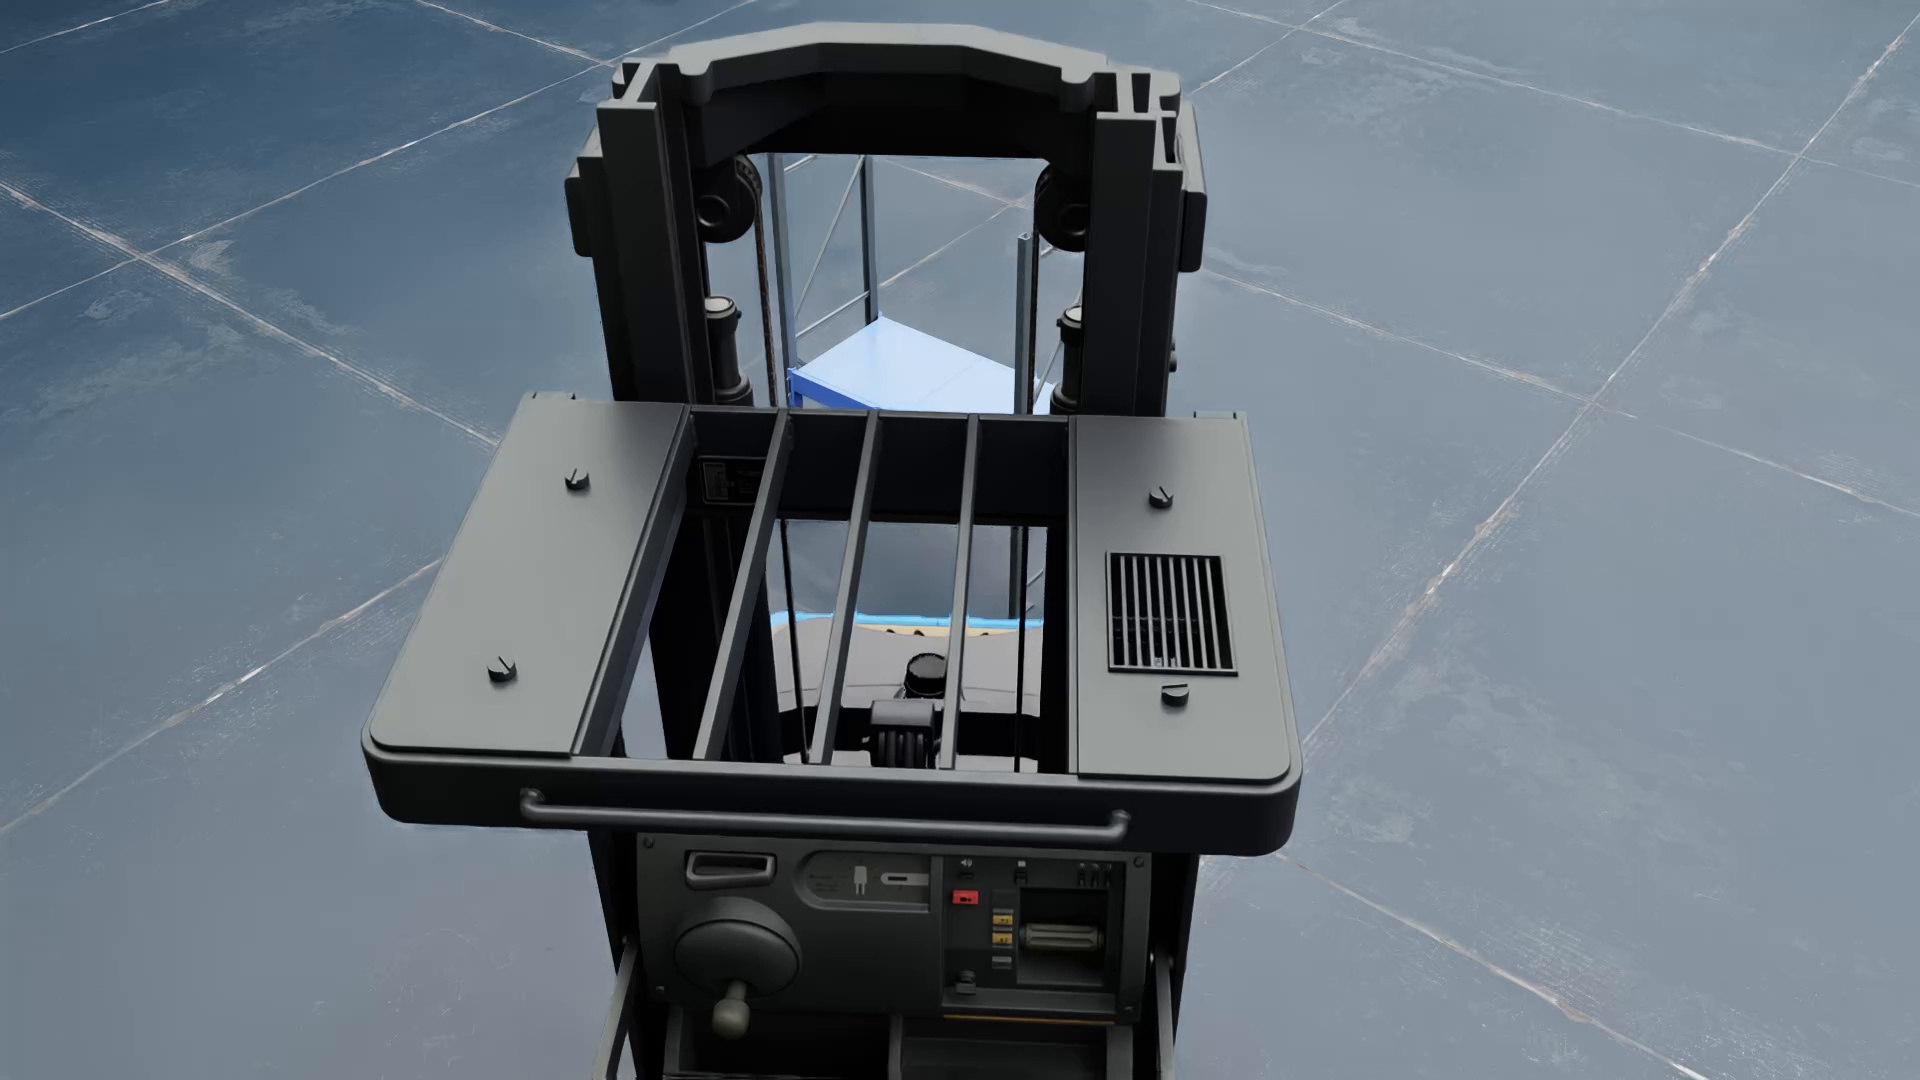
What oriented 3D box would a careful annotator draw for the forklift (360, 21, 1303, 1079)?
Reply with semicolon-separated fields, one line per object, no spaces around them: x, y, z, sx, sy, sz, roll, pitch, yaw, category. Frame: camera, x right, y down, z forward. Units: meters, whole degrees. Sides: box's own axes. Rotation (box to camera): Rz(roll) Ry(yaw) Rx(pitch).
-0.132;0.790;2.864;1.130;2.935;3.031;2;38;2;forklift

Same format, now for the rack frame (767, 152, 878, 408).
-0.472;-0.813;6.072;0.032;1.500;0.500;25;45;29;rack frame

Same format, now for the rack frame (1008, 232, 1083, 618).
0.336;-0.432;5.585;0.032;1.500;0.500;25;45;29;rack frame

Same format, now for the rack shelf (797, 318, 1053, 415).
-0.068;-0.519;5.909;0.952;0.062;0.459;25;45;29;rack shelf

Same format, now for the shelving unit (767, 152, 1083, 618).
-0.068;-0.622;5.828;1.048;1.500;0.500;25;45;29;shelving unit
